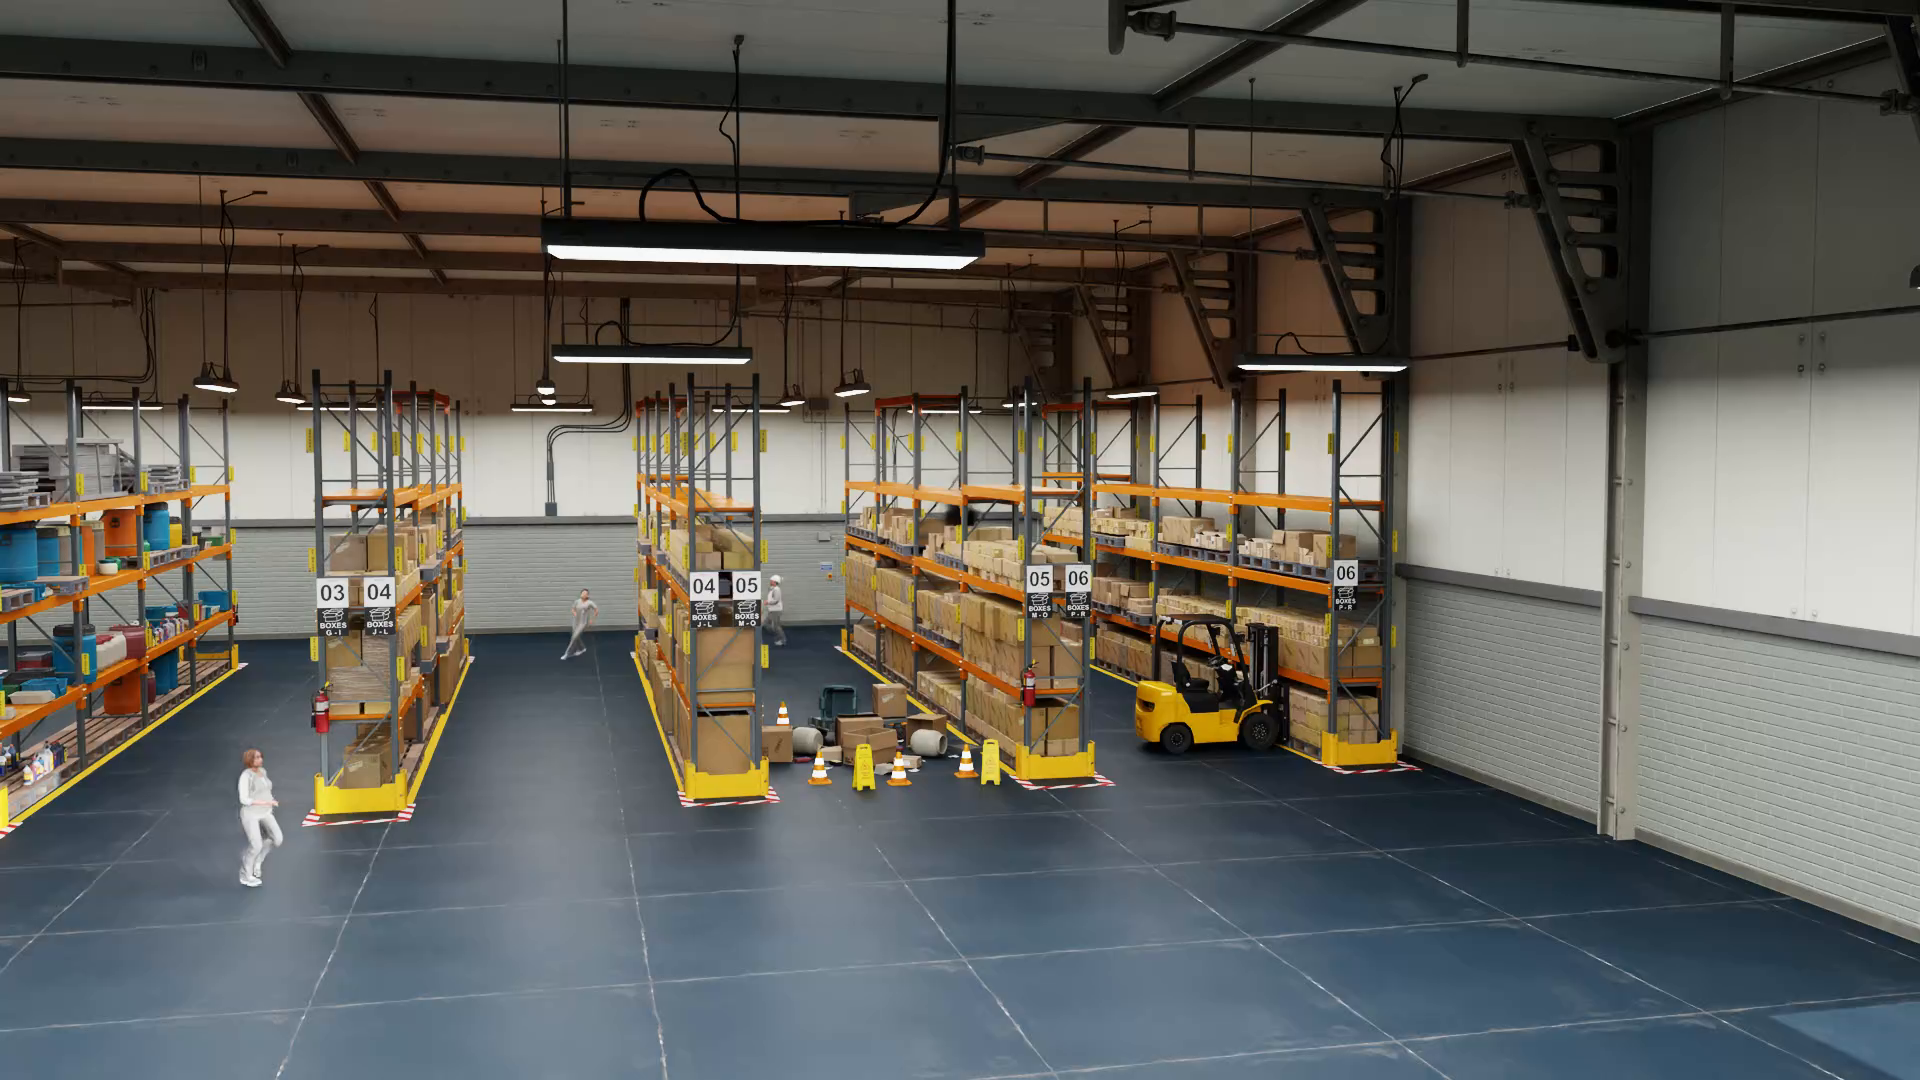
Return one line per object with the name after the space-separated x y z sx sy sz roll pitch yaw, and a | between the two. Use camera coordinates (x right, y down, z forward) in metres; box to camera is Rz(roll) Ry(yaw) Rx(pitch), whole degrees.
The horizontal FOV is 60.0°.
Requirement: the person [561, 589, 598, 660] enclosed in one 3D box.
-8.823 1.949 38.696 0.603 1.628 0.852 1 4 20 | person

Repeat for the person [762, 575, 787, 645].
-4.615 1.741 41.245 0.640 1.734 0.637 -1 3 -15 | person

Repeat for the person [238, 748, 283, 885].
-7.921 3.129 18.803 0.563 1.563 0.509 1 3 17 | person
